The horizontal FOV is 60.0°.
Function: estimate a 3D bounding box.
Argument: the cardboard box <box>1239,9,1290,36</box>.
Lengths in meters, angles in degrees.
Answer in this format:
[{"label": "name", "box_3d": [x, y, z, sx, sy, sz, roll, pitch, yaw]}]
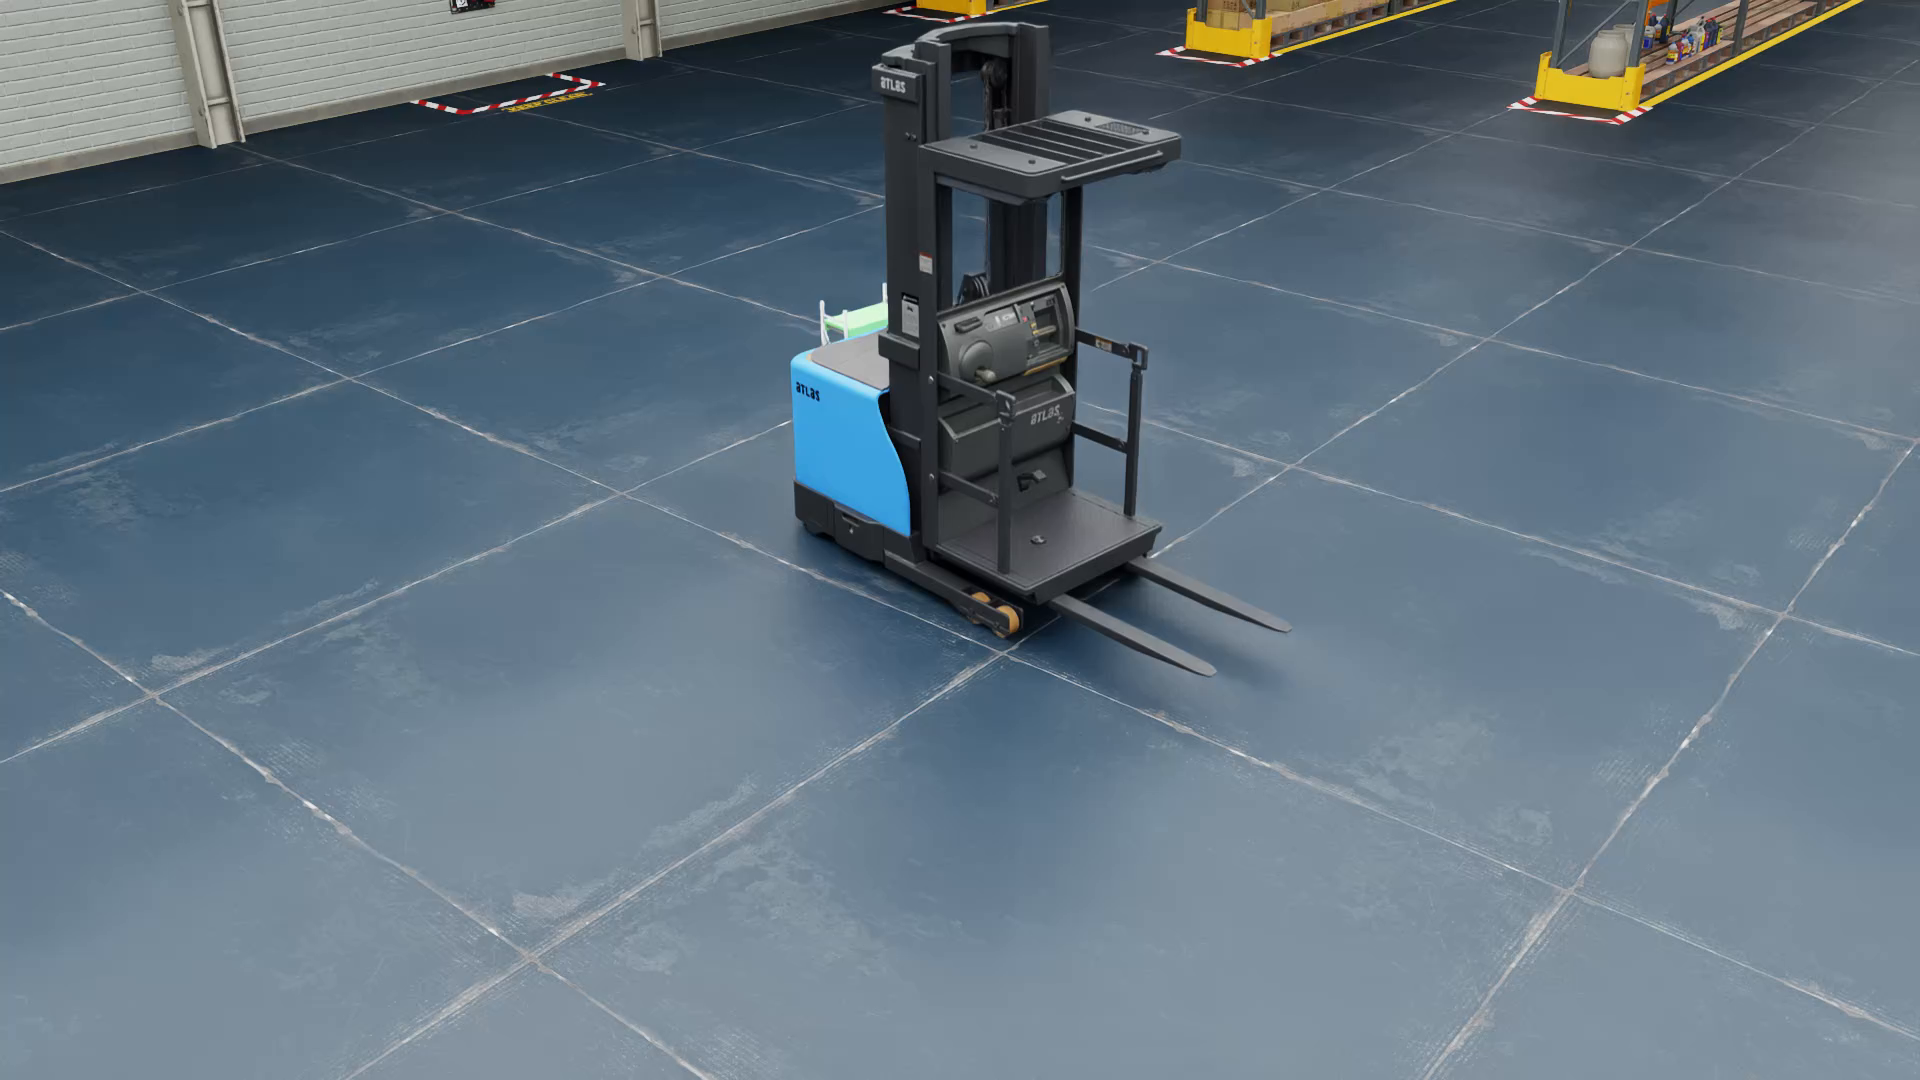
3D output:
[{"label": "cardboard box", "box_3d": [4.150, -7.059, 22.666, 0.500, 0.250, 0.500, 21, 34, 34]}]

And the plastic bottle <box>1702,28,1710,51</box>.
[{"label": "plastic bottle", "box_3d": [9.620, -6.476, 21.482, 0.061, 0.283, 0.133, 23, 35, 38]}]

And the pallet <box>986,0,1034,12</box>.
[{"label": "pallet", "box_3d": [0.404, -8.481, 25.915, 1.003, 0.211, 1.213, 21, 34, 34]}]

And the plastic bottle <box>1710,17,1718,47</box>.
[{"label": "plastic bottle", "box_3d": [9.814, -6.644, 21.733, 0.144, 0.351, 0.185, 20, 33, 33]}]

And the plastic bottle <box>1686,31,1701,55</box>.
[{"label": "plastic bottle", "box_3d": [9.380, -6.372, 21.288, 0.152, 0.276, 0.135, 21, 34, 35]}]

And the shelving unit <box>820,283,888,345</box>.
[{"label": "shelving unit", "box_3d": [-0.561, -0.921, 10.223, 0.503, 1.200, 0.258, -23, 35, -37]}]

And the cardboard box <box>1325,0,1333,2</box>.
[{"label": "cardboard box", "box_3d": [5.106, -7.923, 23.520, 0.500, 0.500, 0.500, 21, 34, 34]}]

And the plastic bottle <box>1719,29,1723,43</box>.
[{"label": "plastic bottle", "box_3d": [10.011, -6.671, 21.947, 0.097, 0.201, 0.097, 0, 27, 0]}]

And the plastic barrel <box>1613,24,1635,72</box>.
[{"label": "plastic barrel", "box_3d": [8.135, -6.035, 20.401, 0.421, 0.512, 0.421, 0, 27, 0]}]

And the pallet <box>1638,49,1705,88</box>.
[{"label": "pallet", "box_3d": [8.766, -6.039, 21.194, 1.003, 0.211, 1.213, 21, 34, 34]}]

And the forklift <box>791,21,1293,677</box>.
[{"label": "forklift", "box_3d": [0.400, -1.056, 8.602, 1.130, 2.935, 3.031, -24, 36, -38]}]

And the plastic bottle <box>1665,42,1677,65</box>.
[{"label": "plastic bottle", "box_3d": [8.850, -6.055, 20.680, 0.097, 0.271, 0.097, 0, 27, 0]}]

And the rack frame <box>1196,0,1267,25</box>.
[{"label": "rack frame", "box_3d": [3.637, -7.969, 21.889, 1.000, 3.000, 0.127, 21, 34, 34]}]

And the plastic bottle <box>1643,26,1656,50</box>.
[{"label": "plastic bottle", "box_3d": [8.907, -6.507, 21.548, 0.152, 0.276, 0.135, 21, 34, 34]}]

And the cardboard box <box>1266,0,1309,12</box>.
[{"label": "cardboard box", "box_3d": [4.466, -7.570, 22.838, 0.500, 0.500, 0.500, 21, 34, 34]}]

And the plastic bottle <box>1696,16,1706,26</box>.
[{"label": "plastic bottle", "box_3d": [9.702, -6.686, 21.814, 0.144, 0.351, 0.185, 21, 34, 34]}]

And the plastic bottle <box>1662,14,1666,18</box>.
[{"label": "plastic bottle", "box_3d": [9.460, -6.937, 22.384, 0.097, 0.271, 0.097, 0, 27, 0]}]

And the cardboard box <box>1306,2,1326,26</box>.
[{"label": "cardboard box", "box_3d": [4.783, -7.414, 23.353, 0.500, 0.250, 0.500, 21, 34, 34]}]

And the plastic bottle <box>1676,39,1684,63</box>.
[{"label": "plastic bottle", "box_3d": [9.008, -6.135, 20.822, 0.061, 0.283, 0.133, 21, 34, 35]}]

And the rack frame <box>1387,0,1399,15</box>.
[{"label": "rack frame", "box_3d": [6.181, -9.387, 24.630, 1.000, 3.000, 0.127, 21, 34, 34]}]

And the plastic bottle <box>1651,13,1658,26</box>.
[{"label": "plastic bottle", "box_3d": [9.167, -6.792, 22.018, 0.144, 0.351, 0.185, 22, 34, 36]}]

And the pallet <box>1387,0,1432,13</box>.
[{"label": "pallet", "box_3d": [6.620, -8.421, 25.798, 1.003, 0.211, 1.213, 21, 34, 34]}]

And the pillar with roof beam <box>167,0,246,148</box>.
[{"label": "pillar with roof beam", "box_3d": [-4.721, -7.068, 13.619, 9.100, 9.000, 0.400, 21, 34, 34]}]

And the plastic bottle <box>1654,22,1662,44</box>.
[{"label": "plastic bottle", "box_3d": [9.168, -6.670, 21.869, 0.097, 0.271, 0.097, 0, 27, 0]}]

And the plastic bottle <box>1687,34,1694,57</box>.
[{"label": "plastic bottle", "box_3d": [9.261, -6.284, 21.123, 0.097, 0.271, 0.097, 0, 27, 0]}]

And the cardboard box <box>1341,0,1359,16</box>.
[{"label": "cardboard box", "box_3d": [5.422, -7.768, 24.036, 0.500, 0.250, 0.500, 21, 34, 34]}]

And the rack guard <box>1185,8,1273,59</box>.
[{"label": "rack guard", "box_3d": [3.622, -6.850, 22.447, 1.175, 0.500, 0.348, 21, 34, 34]}]

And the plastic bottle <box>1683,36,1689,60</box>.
[{"label": "plastic bottle", "box_3d": [9.132, -6.212, 20.984, 0.097, 0.271, 0.097, 0, 27, 0]}]

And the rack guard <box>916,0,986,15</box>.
[{"label": "rack guard", "box_3d": [-0.140, -8.332, 25.311, 1.175, 0.500, 0.348, 21, 34, 34]}]

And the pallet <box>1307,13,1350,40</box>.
[{"label": "pallet", "box_3d": [4.867, -7.444, 23.910, 1.003, 0.211, 1.213, 21, 34, 34]}]

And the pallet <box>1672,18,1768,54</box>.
[{"label": "pallet", "box_3d": [10.470, -6.989, 23.030, 1.003, 0.211, 1.213, 21, 34, 34]}]

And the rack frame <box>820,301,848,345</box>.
[{"label": "rack frame", "box_3d": [-0.742, -0.846, 10.077, 0.015, 1.200, 0.240, -23, 35, -37]}]

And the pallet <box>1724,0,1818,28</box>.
[{"label": "pallet", "box_3d": [12.022, -7.854, 24.703, 1.003, 0.211, 1.213, 21, 34, 34]}]

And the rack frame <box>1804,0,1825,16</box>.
[{"label": "rack frame", "box_3d": [12.545, -9.356, 24.571, 1.000, 3.000, 0.127, 21, 34, 34]}]

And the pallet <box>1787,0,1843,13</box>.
[{"label": "pallet", "box_3d": [13.014, -8.409, 25.775, 1.003, 0.211, 1.213, 21, 34, 34]}]

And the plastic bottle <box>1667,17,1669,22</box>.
[{"label": "plastic bottle", "box_3d": [9.358, -6.788, 22.085, 0.061, 0.283, 0.133, 21, 34, 34]}]

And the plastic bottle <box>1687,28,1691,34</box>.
[{"label": "plastic bottle", "box_3d": [9.391, -6.452, 21.436, 0.061, 0.283, 0.133, 21, 34, 34]}]

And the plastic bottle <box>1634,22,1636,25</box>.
[{"label": "plastic bottle", "box_3d": [8.777, -6.574, 21.598, 0.144, 0.351, 0.185, 20, 34, 34]}]

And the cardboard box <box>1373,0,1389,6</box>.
[{"label": "cardboard box", "box_3d": [6.055, -8.124, 24.724, 0.500, 0.250, 0.500, 21, 34, 34]}]
